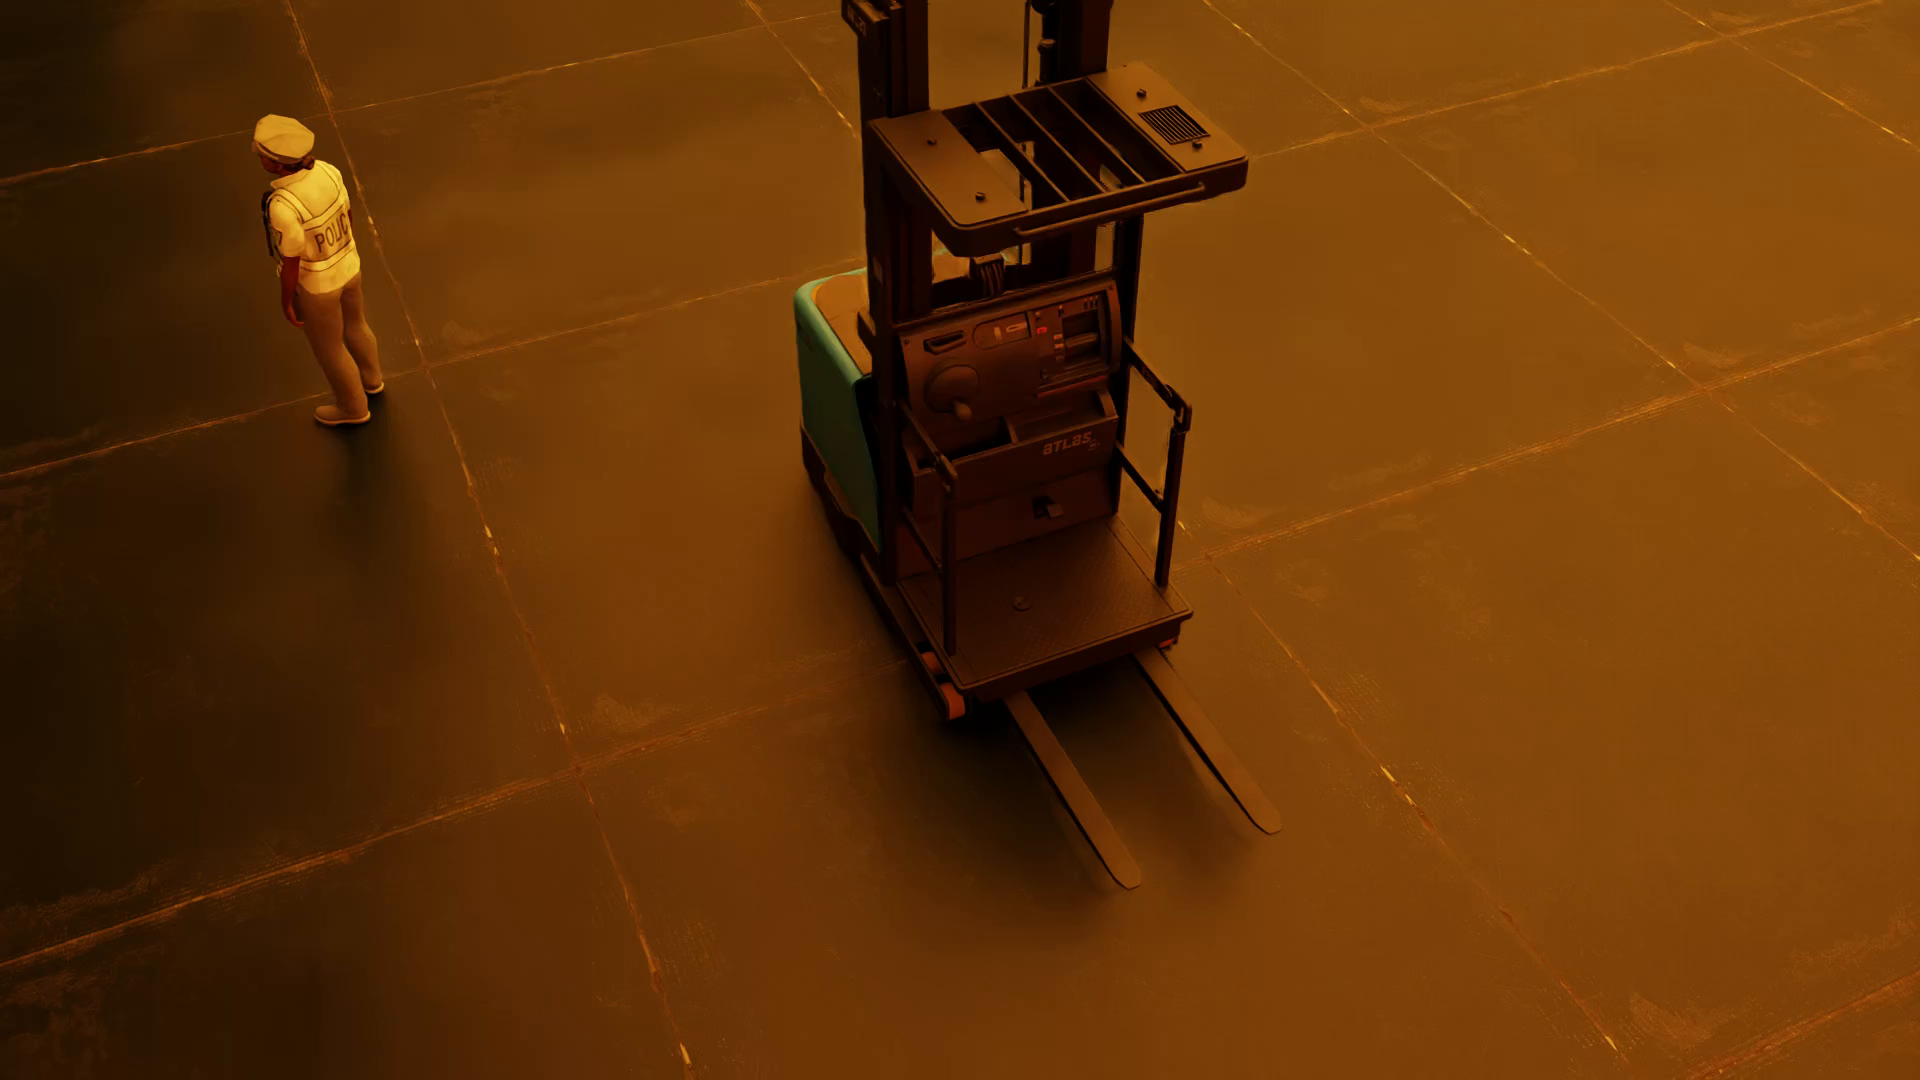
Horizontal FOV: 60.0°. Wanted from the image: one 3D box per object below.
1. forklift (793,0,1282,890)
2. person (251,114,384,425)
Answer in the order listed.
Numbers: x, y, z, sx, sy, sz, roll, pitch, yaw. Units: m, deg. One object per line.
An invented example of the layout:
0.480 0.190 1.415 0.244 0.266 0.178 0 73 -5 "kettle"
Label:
0.298 -0.655 6.382 1.130 2.935 3.031 -17 46 -18 "forklift"
-3.099 -1.271 7.948 0.503 1.704 0.547 13 45 14 "person"
